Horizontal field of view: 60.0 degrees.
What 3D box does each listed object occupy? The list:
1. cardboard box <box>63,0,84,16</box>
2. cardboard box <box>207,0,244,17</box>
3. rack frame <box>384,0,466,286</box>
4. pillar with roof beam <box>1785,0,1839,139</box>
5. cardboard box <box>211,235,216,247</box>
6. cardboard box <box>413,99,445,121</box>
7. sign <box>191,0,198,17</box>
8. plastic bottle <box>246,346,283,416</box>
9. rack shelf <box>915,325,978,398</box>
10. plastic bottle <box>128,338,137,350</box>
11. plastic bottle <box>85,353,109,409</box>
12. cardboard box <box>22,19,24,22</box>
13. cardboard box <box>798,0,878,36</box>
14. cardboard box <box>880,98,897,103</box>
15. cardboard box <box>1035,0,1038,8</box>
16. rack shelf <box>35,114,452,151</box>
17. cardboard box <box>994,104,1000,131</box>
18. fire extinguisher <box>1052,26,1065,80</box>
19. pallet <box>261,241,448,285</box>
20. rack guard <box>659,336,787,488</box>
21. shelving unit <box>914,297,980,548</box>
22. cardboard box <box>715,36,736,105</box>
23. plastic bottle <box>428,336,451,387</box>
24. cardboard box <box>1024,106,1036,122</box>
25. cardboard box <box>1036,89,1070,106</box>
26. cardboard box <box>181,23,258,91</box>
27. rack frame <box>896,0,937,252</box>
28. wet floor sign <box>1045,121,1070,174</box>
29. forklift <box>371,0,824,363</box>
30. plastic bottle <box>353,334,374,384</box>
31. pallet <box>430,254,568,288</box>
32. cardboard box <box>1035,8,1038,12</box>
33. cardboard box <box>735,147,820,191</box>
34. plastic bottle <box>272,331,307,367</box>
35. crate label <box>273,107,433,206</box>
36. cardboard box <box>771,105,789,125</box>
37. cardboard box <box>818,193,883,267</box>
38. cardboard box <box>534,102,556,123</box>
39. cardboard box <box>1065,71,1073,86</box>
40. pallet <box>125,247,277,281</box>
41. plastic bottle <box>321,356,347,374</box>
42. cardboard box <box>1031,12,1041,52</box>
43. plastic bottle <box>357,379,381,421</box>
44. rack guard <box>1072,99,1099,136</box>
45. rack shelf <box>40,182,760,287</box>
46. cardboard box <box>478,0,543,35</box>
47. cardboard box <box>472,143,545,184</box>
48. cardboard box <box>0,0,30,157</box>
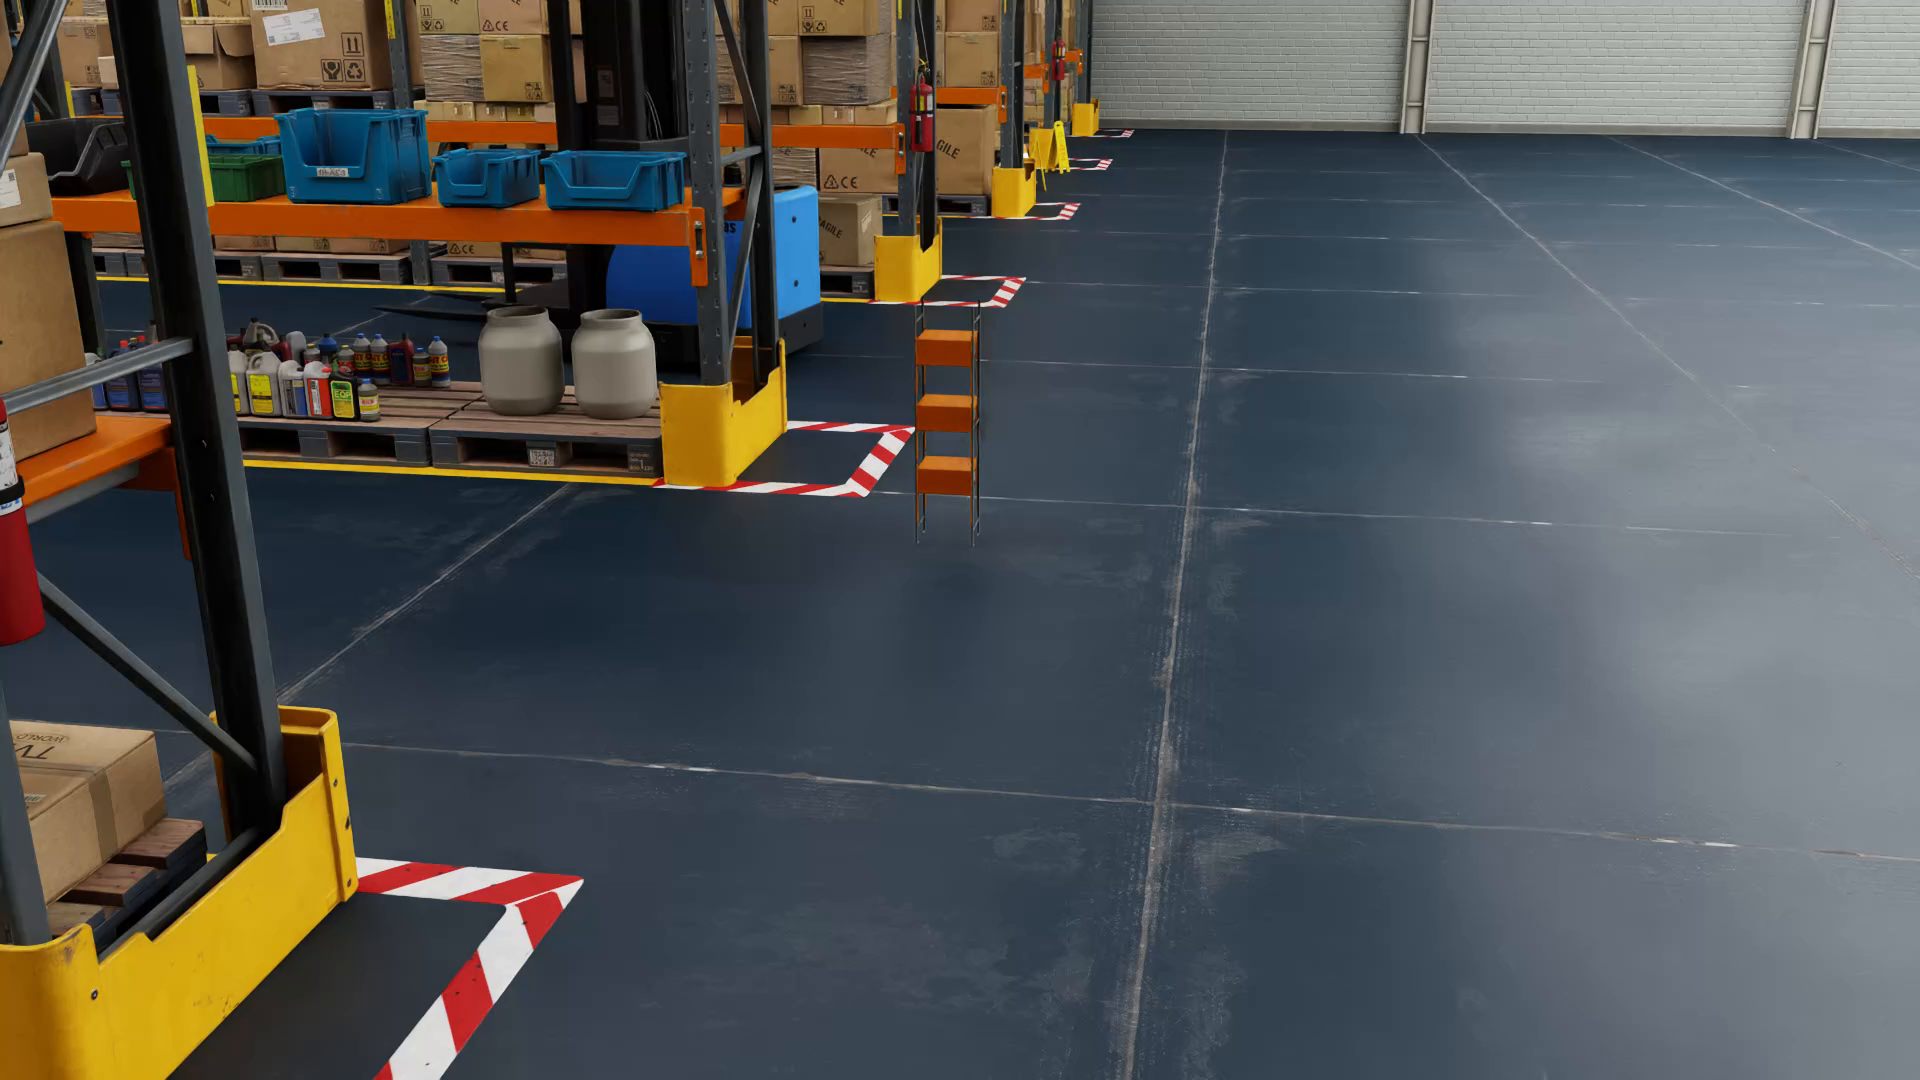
[{"bbox_3d":[-12.612,-7.674,23.779,0.500,0.500,0.500,3,19,9],"label":"cardboard box"},{"bbox_3d":[-10.216,-7.546,23.396,0.500,0.500,0.500,3,19,9],"label":"cardboard box"},{"bbox_3d":[-4.278,-3.630,13.424,0.127,3.000,1.000,3,19,9],"label":"rack frame"},{"bbox_3d":[12.647,-9.298,20.910,0.400,9.000,9.100,3,19,9],"label":"pillar with roof beam"},{"bbox_3d":[-6.452,-2.777,14.120,0.500,0.500,0.700,5,19,13],"label":"cardboard box"},{"bbox_3d":[-4.114,-3.406,13.150,0.250,0.149,0.380,3,19,9],"label":"cardboard box"},{"bbox_3d":[-10.691,-7.411,23.236,0.005,0.325,0.100,3,19,9],"label":"sign"},{"bbox_3d":[-3.543,-0.820,8.507,0.185,0.351,0.144,4,19,11],"label":"plastic bottle"},{"bbox_3d":[-0.053,-0.760,7.058,0.240,0.259,0.215,3,19,9],"label":"rack shelf"},{"bbox_3d":[-4.656,-1.039,9.398,0.097,0.201,0.097,0,18,0],"label":"plastic bottle"},{"bbox_3d":[-4.495,-0.834,8.667,0.135,0.276,0.152,4,19,11],"label":"plastic bottle"},{"bbox_3d":[-10.199,-5.740,18.528,0.250,0.149,0.380,3,19,8],"label":"cardboard box"},{"bbox_3d":[-0.911,-4.041,12.452,0.500,0.500,0.500,3,19,9],"label":"cardboard box"},{"bbox_3d":[-0.572,-3.398,13.128,0.250,0.149,0.380,3,19,9],"label":"cardboard box"},{"bbox_3d":[1.129,-8.544,26.462,0.250,0.149,0.380,3,19,10],"label":"cardboard box"},{"bbox_3d":[-6.253,-3.389,13.839,4.000,0.370,1.077,3,19,9],"label":"rack shelf"},{"bbox_3d":[0.411,-5.743,22.228,0.500,0.500,0.500,3,19,9],"label":"cardboard box"},{"bbox_3d":[1.283,-6.346,21.665,0.183,0.674,0.296,3,19,9],"label":"fire extinguisher"},{"bbox_3d":[-5.047,-2.346,13.982,1.213,0.211,1.003,3,19,9],"label":"pallet"},{"bbox_3d":[-1.197,-0.680,8.549,0.348,0.500,1.175,3,19,9],"label":"rack guard"},{"bbox_3d":[-0.053,-0.501,7.145,0.252,1.050,0.215,3,19,9],"label":"shelving unit"},{"bbox_3d":[-1.867,-3.679,12.946,0.500,0.500,0.875,3,19,9],"label":"cardboard box"},{"bbox_3d":[-2.855,-0.980,9.112,0.097,0.271,0.097,0,18,0],"label":"plastic bottle"},{"bbox_3d":[1.023,-6.936,26.978,0.500,0.250,0.500,3,19,9],"label":"cardboard box"},{"bbox_3d":[1.497,-7.147,26.820,0.500,0.250,0.500,3,19,8],"label":"cardboard box"},{"bbox_3d":[-6.004,-3.936,13.515,0.637,0.503,0.797,5,19,14],"label":"cardboard box"},{"bbox_3d":[-0.329,-3.428,12.822,0.127,3.000,1.000,3,19,9],"label":"rack frame"},{"bbox_3d":[1.261,-5.072,21.444,0.232,0.644,0.267,10,21,27],"label":"wet floor sign"},{"bbox_3d":[-2.486,-2.704,10.765,3.031,2.935,1.130,7,20,19],"label":"forklift"},{"bbox_3d":[-3.292,-1.003,9.179,0.097,0.271,0.097,0,18,0],"label":"plastic bottle"},{"bbox_3d":[-3.609,-2.285,13.799,1.213,0.211,1.003,3,19,9],"label":"pallet"},{"bbox_3d":[1.136,-8.409,26.527,0.250,0.149,0.380,3,19,10],"label":"cardboard box"},{"bbox_3d":[-1.891,-4.272,18.031,0.875,0.875,0.875,3,19,9],"label":"cardboard box"},{"bbox_3d":[-3.714,-1.018,9.216,0.135,0.276,0.152,3,19,10],"label":"plastic bottle"},{"bbox_3d":[-2.975,-1.901,8.203,0.616,0.435,0.502,3,19,9],"label":"crate label"},{"bbox_3d":[-1.389,-3.286,12.791,0.250,0.149,0.380,3,19,9],"label":"cardboard box"},{"bbox_3d":[-0.943,-2.479,13.262,0.500,0.500,0.500,7,20,19],"label":"cardboard box"},{"bbox_3d":[-3.129,-3.350,12.984,0.250,0.149,0.380,3,19,9],"label":"cardboard box"},{"bbox_3d":[1.582,-7.541,27.210,0.500,0.250,0.500,3,19,8],"label":"cardboard box"},{"bbox_3d":[-6.255,-2.407,14.164,1.213,0.211,1.003,3,19,9],"label":"pallet"},{"bbox_3d":[-3.225,-0.807,8.575,0.133,0.283,0.061,3,19,9],"label":"plastic bottle"},{"bbox_3d":[0.819,-6.832,22.369,0.500,0.500,0.500,3,19,8],"label":"cardboard box"},{"bbox_3d":[-2.997,-0.713,8.425,0.097,0.201,0.097,0,18,0],"label":"plastic bottle"},{"bbox_3d":[2.050,-6.902,27.142,0.348,0.500,1.175,3,19,9],"label":"rack guard"},{"bbox_3d":[-3.089,-1.636,8.600,4.000,0.370,1.077,3,19,9],"label":"rack shelf"},{"bbox_3d":[-3.380,-4.165,12.823,0.500,0.500,0.500,3,19,9],"label":"cardboard box"},{"bbox_3d":[-4.971,-4.364,18.501,0.750,0.750,1.050,3,19,9],"label":"cardboard box"},{"bbox_3d":[-2.415,-1.018,3.416,0.500,0.500,0.700,3,19,9],"label":"cardboard box"}]
